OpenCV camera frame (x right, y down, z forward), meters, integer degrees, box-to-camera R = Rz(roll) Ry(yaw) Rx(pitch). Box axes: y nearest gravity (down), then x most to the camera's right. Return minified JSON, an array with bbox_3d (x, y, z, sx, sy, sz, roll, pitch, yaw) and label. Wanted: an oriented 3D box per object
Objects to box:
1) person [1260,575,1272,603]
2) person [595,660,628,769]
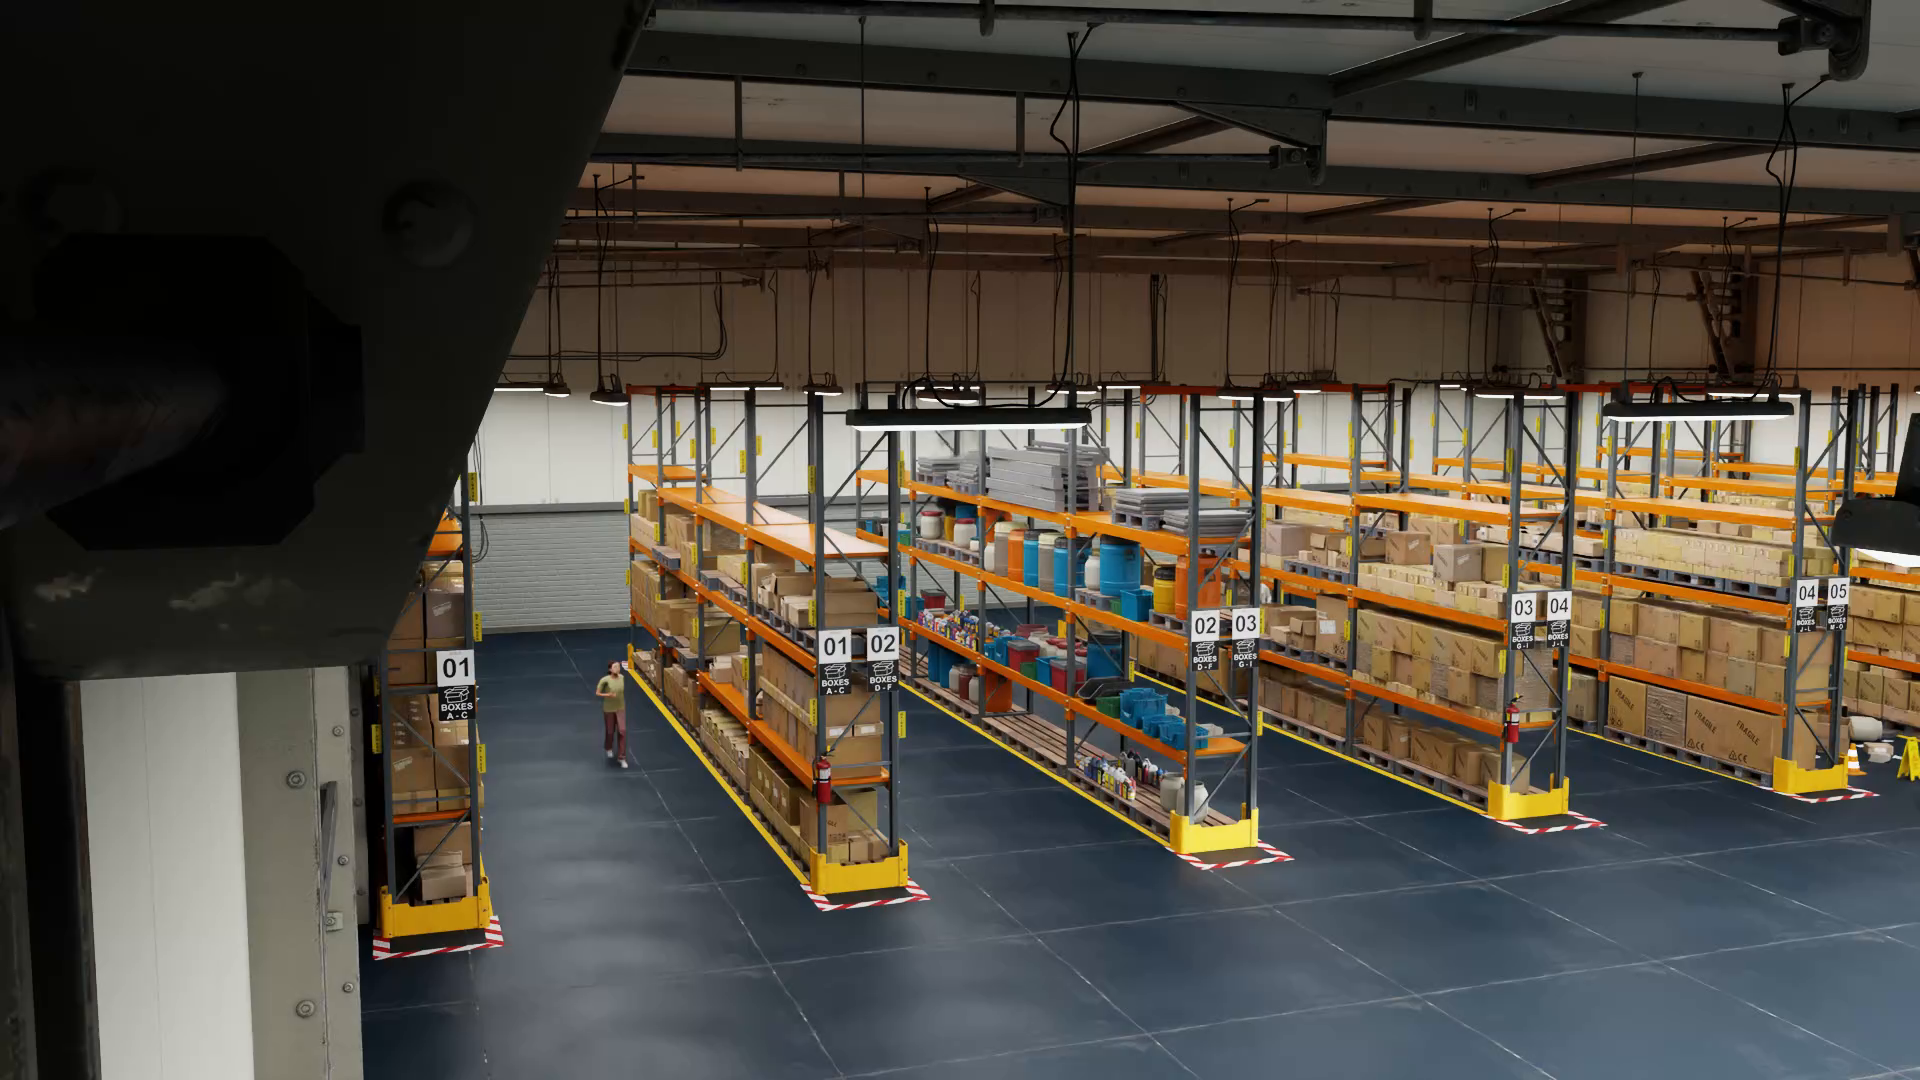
[{"bbox_3d":[6.672,1.616,37.368,0.705,1.750,0.687,-1,6,-12],"label":"person"},{"bbox_3d":[-5.572,2.752,26.620,0.554,1.705,0.874,-3,7,-30],"label":"person"}]
